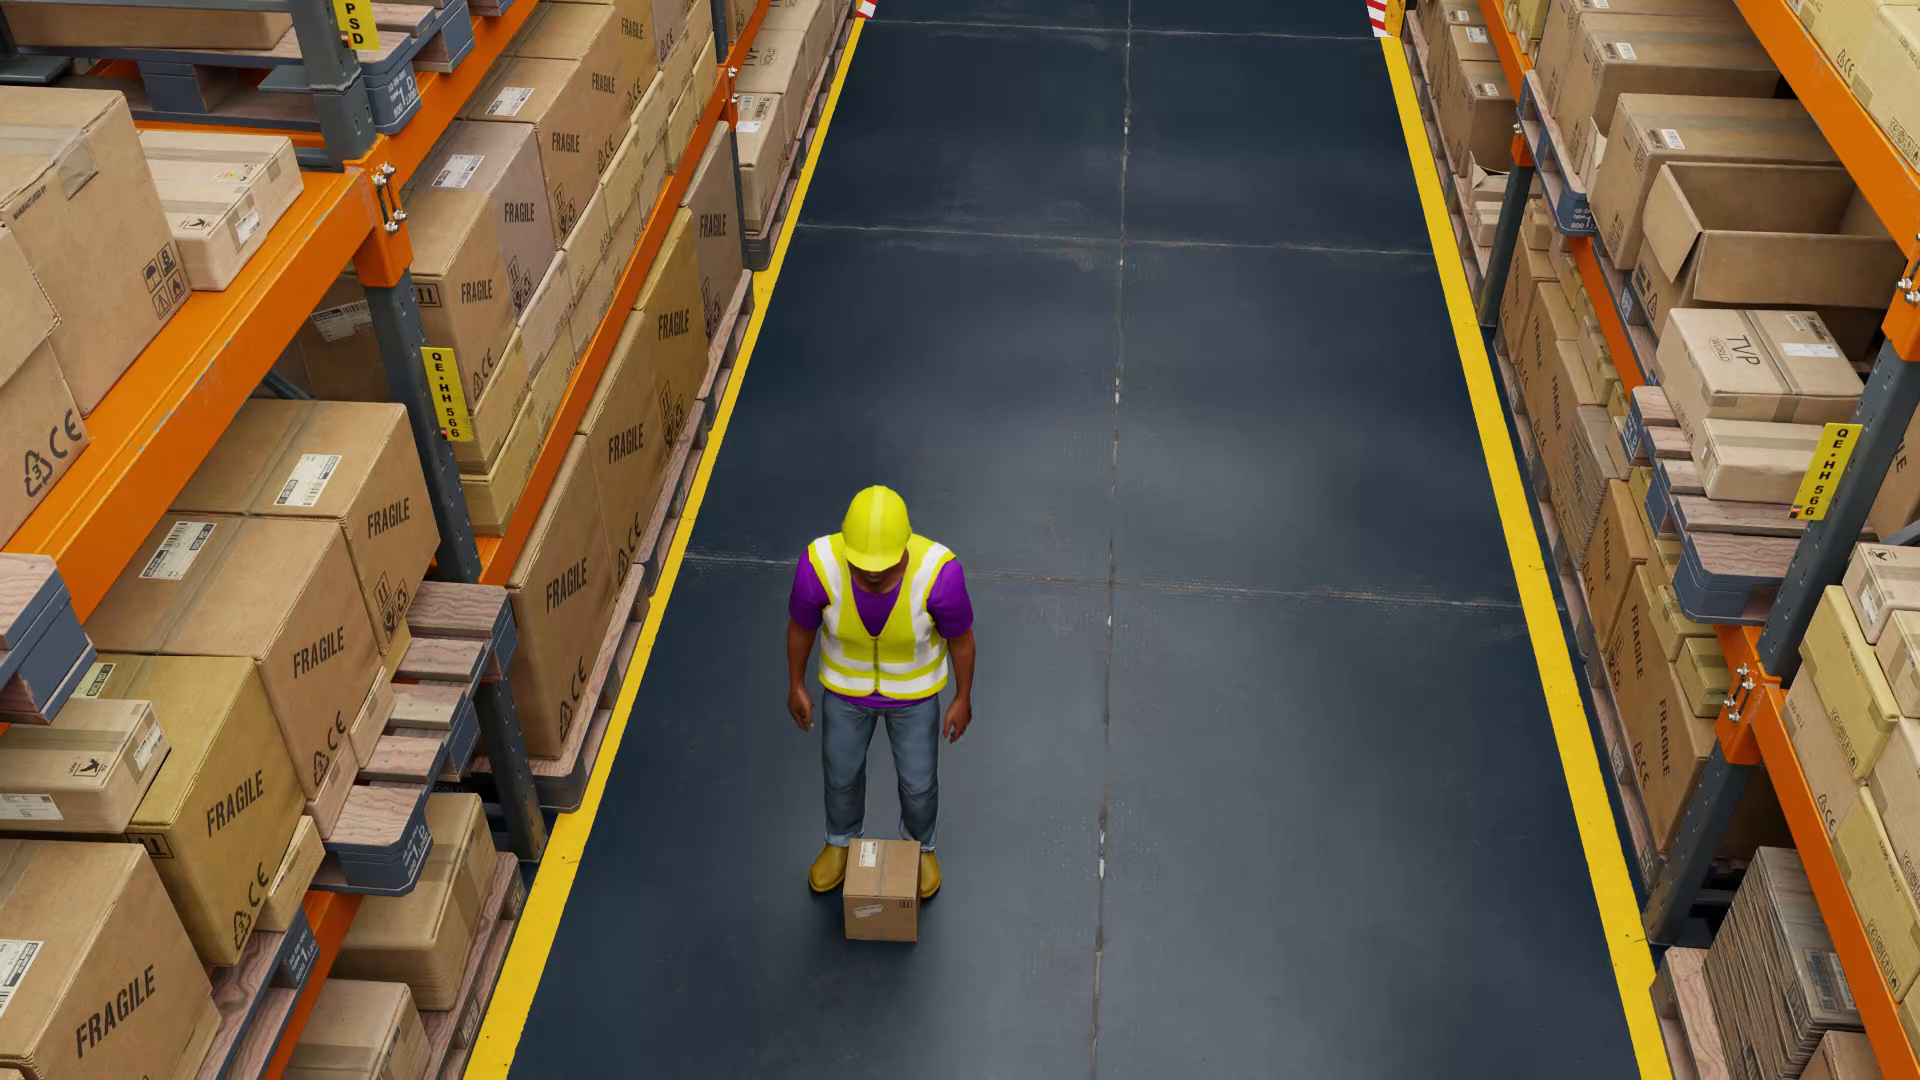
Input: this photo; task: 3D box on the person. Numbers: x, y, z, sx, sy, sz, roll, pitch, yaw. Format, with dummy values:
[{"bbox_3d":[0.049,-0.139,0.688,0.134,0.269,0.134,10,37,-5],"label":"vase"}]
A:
[{"bbox_3d":[-0.266,0.504,5.537,0.628,1.760,0.459,3,40,4],"label":"person"}]
